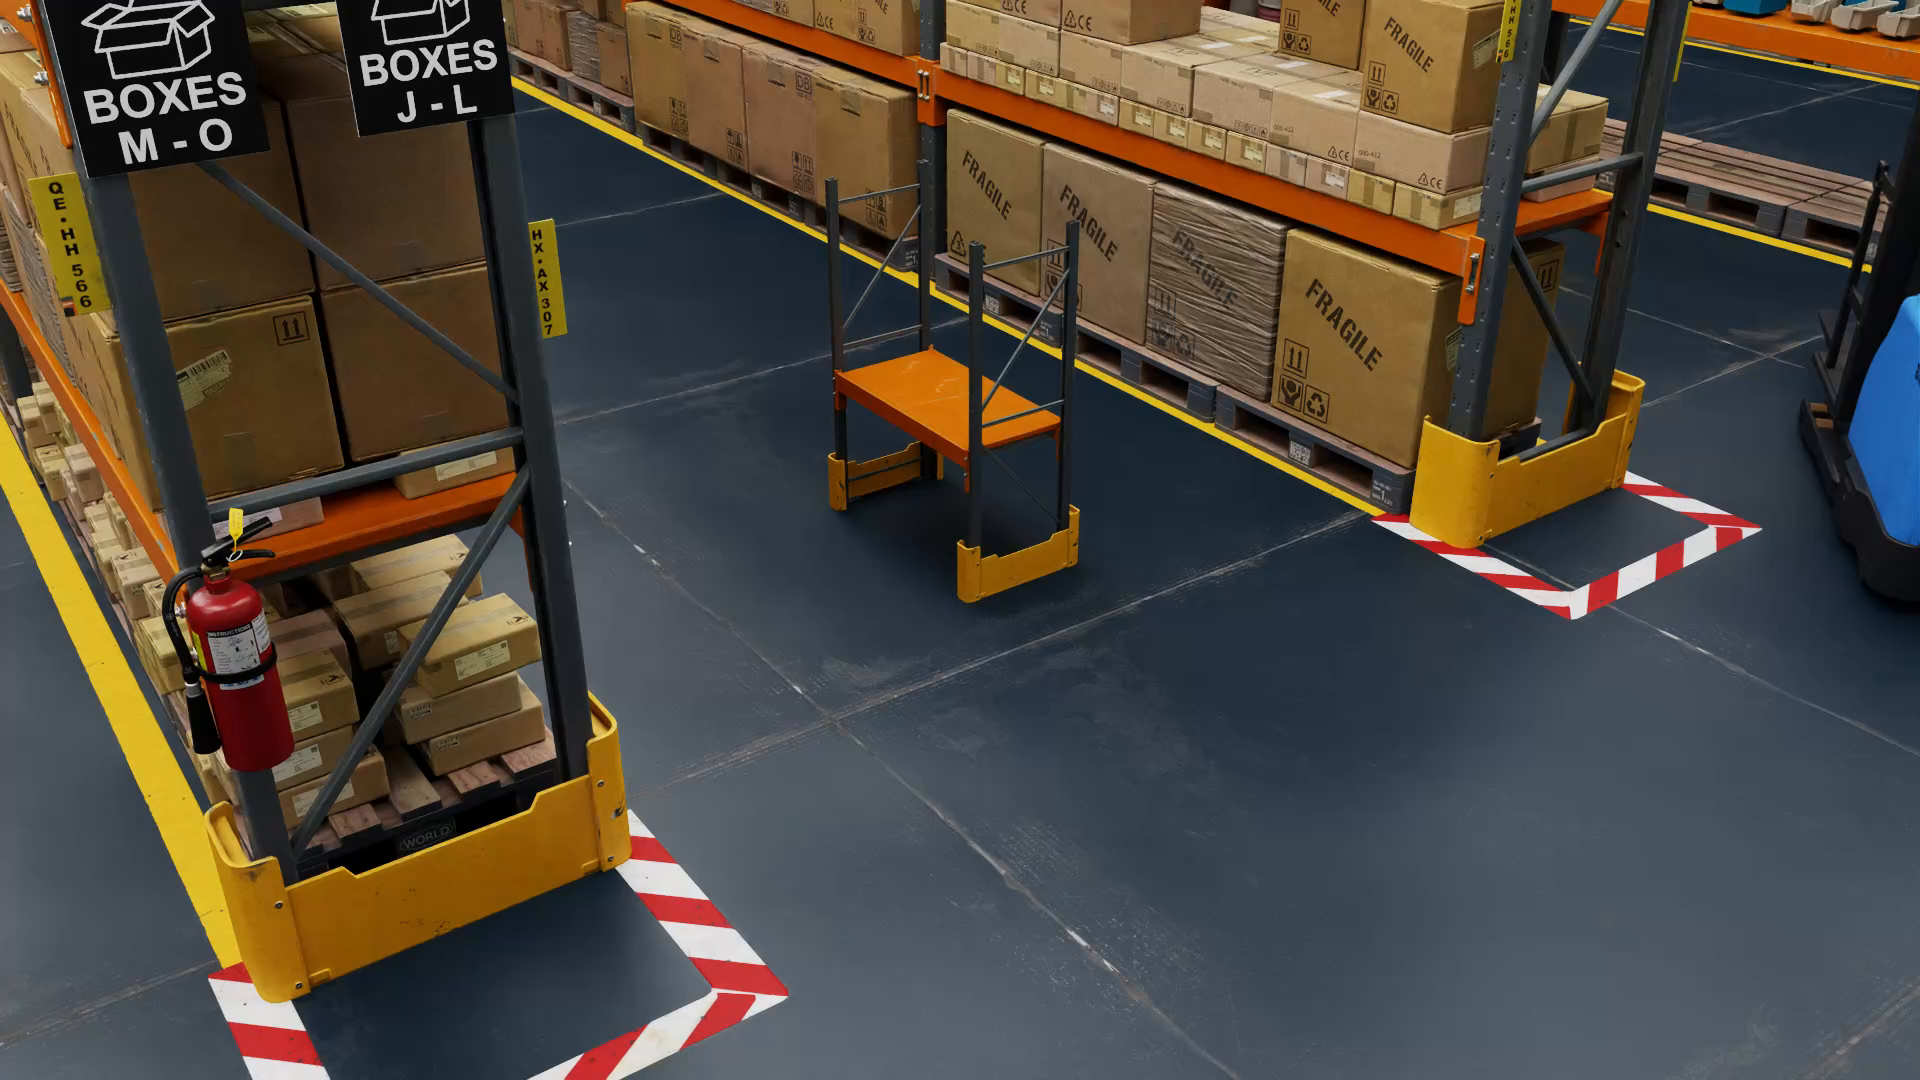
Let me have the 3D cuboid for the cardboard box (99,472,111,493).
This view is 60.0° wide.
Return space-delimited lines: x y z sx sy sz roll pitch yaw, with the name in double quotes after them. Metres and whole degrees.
-3.082 -0.219 6.434 0.380 0.149 0.250 -20 35 -33 "cardboard box"

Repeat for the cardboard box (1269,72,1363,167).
1.741 -1.881 7.415 0.500 0.250 0.500 -19 34 -31 "cardboard box"

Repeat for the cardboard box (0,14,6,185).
-2.948 -1.494 5.394 0.500 0.500 0.500 -20 34 -32 "cardboard box"

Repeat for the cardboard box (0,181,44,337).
-2.915 -1.041 5.607 0.500 0.500 0.500 -17 33 -28 "cardboard box"

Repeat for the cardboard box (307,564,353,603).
-2.105 0.059 5.923 0.380 0.149 0.250 -21 35 -33 "cardboard box"

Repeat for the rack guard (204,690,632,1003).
-1.611 0.899 5.070 1.175 0.500 0.348 -19 34 -31 "rack guard"

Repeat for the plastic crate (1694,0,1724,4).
4.982 -3.759 11.090 0.437 0.282 0.530 -19 34 -31 "plastic crate"

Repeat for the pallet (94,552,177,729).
-2.757 0.227 6.611 1.003 0.211 1.213 -19 34 -31 "pallet"

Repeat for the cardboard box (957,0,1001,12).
0.281 -3.196 9.051 0.500 0.500 0.500 -19 34 -31 "cardboard box"

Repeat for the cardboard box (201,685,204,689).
-2.214 0.525 5.375 0.380 0.149 0.250 -20 34 -32 "cardboard box"

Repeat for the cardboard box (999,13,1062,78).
0.555 -2.673 8.875 0.500 0.250 0.500 -19 34 -31 "cardboard box"

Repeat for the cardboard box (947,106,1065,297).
0.529 -2.031 9.632 0.875 0.875 0.875 -19 34 -31 "cardboard box"

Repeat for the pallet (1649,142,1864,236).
5.416 -2.454 11.548 1.003 0.211 1.213 -19 34 -31 "pallet"

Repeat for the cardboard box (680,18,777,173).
-1.215 -3.242 11.862 1.225 0.875 0.875 -19 34 -30 "cardboard box"

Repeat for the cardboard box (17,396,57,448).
-3.938 -0.558 7.369 0.380 0.149 0.250 -17 33 -28 "cardboard box"

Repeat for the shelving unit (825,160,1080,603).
-0.044 -0.689 6.947 0.587 1.500 1.083 -19 34 -31 "shelving unit"

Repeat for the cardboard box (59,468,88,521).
-3.597 -0.240 7.096 0.380 0.149 0.250 -19 34 -31 "cardboard box"

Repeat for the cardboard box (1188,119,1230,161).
1.312 -1.938 7.938 0.380 0.149 0.250 -19 34 -30 "cardboard box"

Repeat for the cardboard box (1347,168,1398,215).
1.905 -1.541 7.208 0.380 0.149 0.250 -18 33 -30 "cardboard box"

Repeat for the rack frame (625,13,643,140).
-2.109 -4.613 12.602 1.000 3.000 0.127 -19 34 -31 "rack frame"

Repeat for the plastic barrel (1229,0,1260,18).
2.624 -4.696 14.920 0.421 0.512 0.421 0 29 0 "plastic barrel"

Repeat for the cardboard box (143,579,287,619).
-2.532 0.204 5.655 0.380 0.149 0.250 -20 34 -33 "cardboard box"

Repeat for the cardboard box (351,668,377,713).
-1.979 0.433 5.858 0.380 0.149 0.250 -18 33 -30 "cardboard box"

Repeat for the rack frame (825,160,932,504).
-0.344 -0.890 7.317 0.500 1.500 0.032 -19 34 -31 "rack frame"

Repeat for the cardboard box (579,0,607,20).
-2.838 -4.493 13.753 0.500 0.250 0.500 -15 32 -25 "cardboard box"

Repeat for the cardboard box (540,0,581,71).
-3.180 -4.394 14.356 0.700 0.500 0.500 -16 32 -27 "cardboard box"

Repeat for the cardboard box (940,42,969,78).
0.112 -2.741 9.417 0.380 0.149 0.250 -19 34 -31 "cardboard box"

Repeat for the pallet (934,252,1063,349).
0.589 -1.516 9.820 1.003 0.211 1.213 -19 34 -31 "pallet"

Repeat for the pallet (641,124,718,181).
-1.713 -3.061 12.665 1.003 0.211 1.213 -19 34 -31 "pallet"

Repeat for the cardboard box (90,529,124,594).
-3.036 0.038 6.272 0.380 0.149 0.250 -18 34 -30 "cardboard box"

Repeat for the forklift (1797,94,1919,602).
4.602 -1.619 7.160 1.130 2.935 3.031 8 30 15 "forklift"

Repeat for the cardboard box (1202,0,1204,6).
0.983 -3.152 8.971 0.500 0.500 0.500 -18 33 -30 "cardboard box"

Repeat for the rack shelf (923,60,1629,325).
1.372 -1.965 8.479 1.077 0.370 4.000 -19 34 -31 "rack shelf"

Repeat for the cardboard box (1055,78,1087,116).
0.720 -2.336 8.671 0.380 0.149 0.250 -19 34 -31 "cardboard box"

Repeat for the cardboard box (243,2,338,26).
-2.193 -1.435 5.284 0.500 0.500 0.500 -20 34 -32 "cardboard box"

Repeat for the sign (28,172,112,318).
-2.031 -0.671 3.799 0.100 0.325 0.005 -19 34 -31 "sign"

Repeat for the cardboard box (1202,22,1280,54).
1.571 -2.428 8.422 0.500 0.250 0.500 -20 34 -32 "cardboard box"

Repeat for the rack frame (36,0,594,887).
-1.567 -0.170 4.419 1.000 3.000 0.127 -19 34 -31 "rack frame"

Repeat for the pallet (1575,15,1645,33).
7.069 -5.354 16.888 1.003 0.211 1.213 -19 34 -31 "pallet"

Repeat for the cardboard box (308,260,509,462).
-1.603 -0.595 4.787 0.500 0.500 0.500 -17 33 -28 "cardboard box"

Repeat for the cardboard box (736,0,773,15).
-1.159 -3.800 11.000 0.500 0.500 0.500 -19 34 -30 "cardboard box"

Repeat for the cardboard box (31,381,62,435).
-3.745 -0.603 7.141 0.380 0.149 0.250 -17 33 -28 "cardboard box"

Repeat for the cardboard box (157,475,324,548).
-1.987 -0.108 4.569 0.380 0.149 0.250 -19 34 -31 "cardboard box"

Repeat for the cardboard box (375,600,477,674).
-1.775 0.371 5.659 0.380 0.149 0.250 -19 34 -31 "cardboard box"

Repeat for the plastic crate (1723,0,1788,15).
5.166 -3.555 10.765 0.416 0.233 0.300 -19 34 -31 "plastic crate"

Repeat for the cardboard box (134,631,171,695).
-2.710 0.379 5.956 0.380 0.149 0.250 -20 35 -33 "cardboard box"
